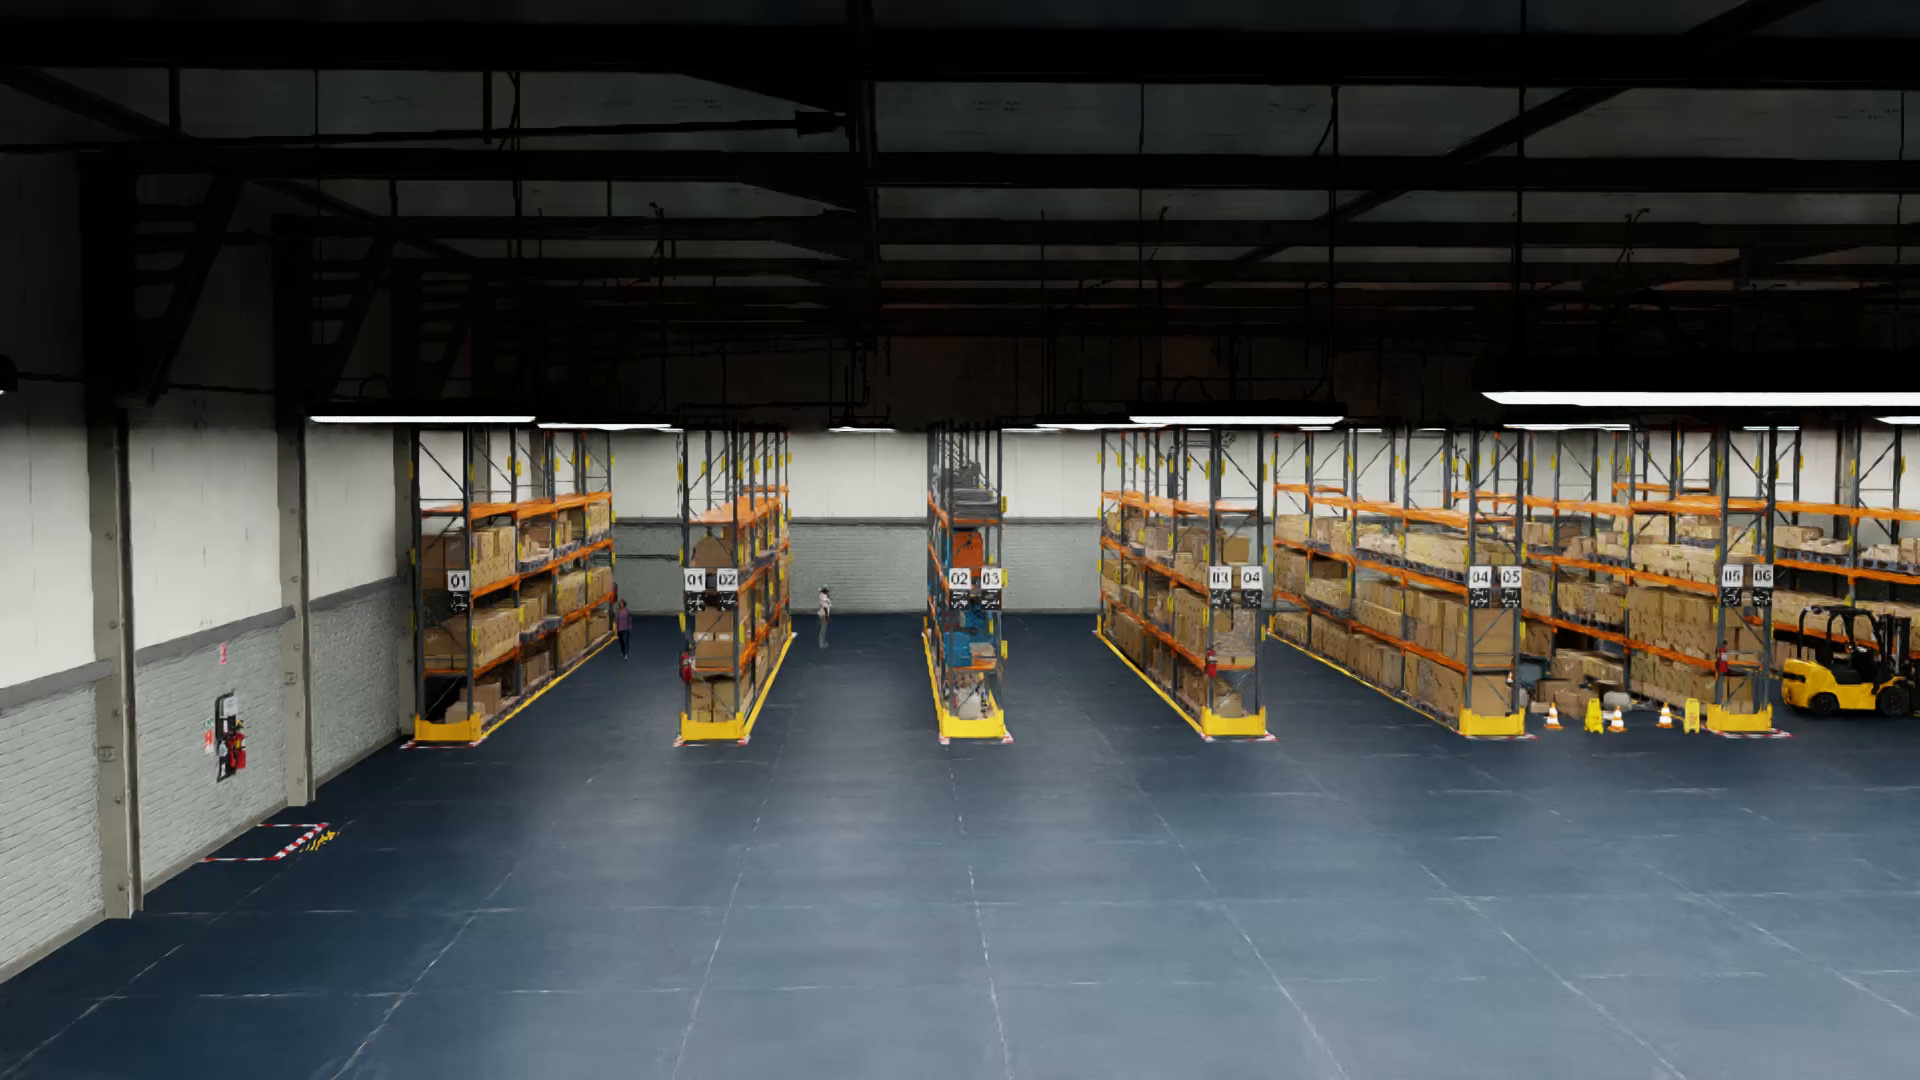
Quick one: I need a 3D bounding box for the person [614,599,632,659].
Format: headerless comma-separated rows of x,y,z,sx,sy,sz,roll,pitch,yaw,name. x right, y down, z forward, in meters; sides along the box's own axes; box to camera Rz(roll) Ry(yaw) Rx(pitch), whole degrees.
-8.565,2.244,42.232,0.419,1.513,1.037,0,4,-4,person

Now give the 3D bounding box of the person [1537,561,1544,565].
18.312,1.517,52.152,0.497,1.718,0.714,-2,4,-32,person

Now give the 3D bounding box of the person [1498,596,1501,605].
13.250,2.216,40.753,0.503,1.764,0.624,2,4,27,person

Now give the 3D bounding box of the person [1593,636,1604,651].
16.456,2.054,43.165,0.577,1.783,0.662,2,4,27,person

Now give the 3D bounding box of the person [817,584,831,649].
-3.618,2.026,44.383,0.365,1.689,0.613,-1,4,-14,person
